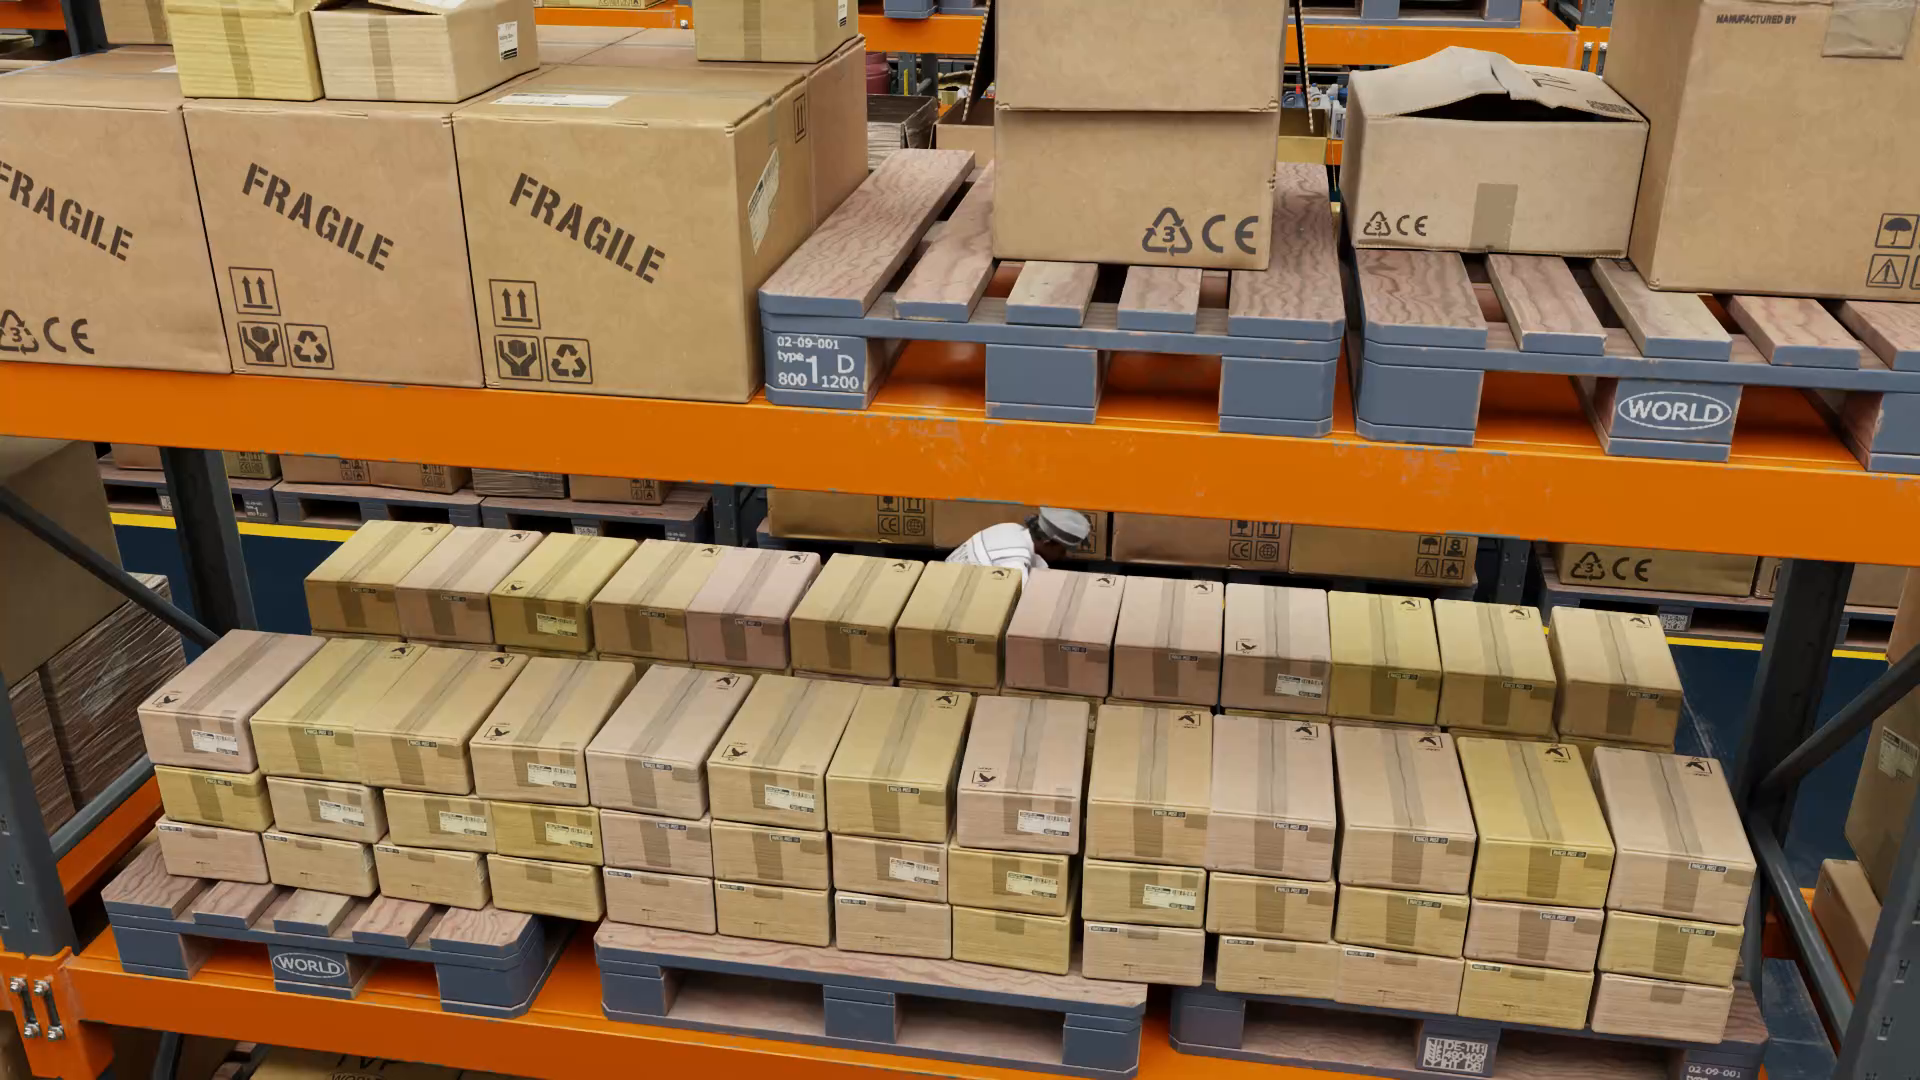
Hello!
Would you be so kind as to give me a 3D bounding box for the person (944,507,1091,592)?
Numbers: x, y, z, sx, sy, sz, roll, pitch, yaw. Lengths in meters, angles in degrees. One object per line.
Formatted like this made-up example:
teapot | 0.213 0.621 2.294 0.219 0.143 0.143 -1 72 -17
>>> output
person | 0.211 0.288 7.345 0.875 0.957 0.473 4 25 8
